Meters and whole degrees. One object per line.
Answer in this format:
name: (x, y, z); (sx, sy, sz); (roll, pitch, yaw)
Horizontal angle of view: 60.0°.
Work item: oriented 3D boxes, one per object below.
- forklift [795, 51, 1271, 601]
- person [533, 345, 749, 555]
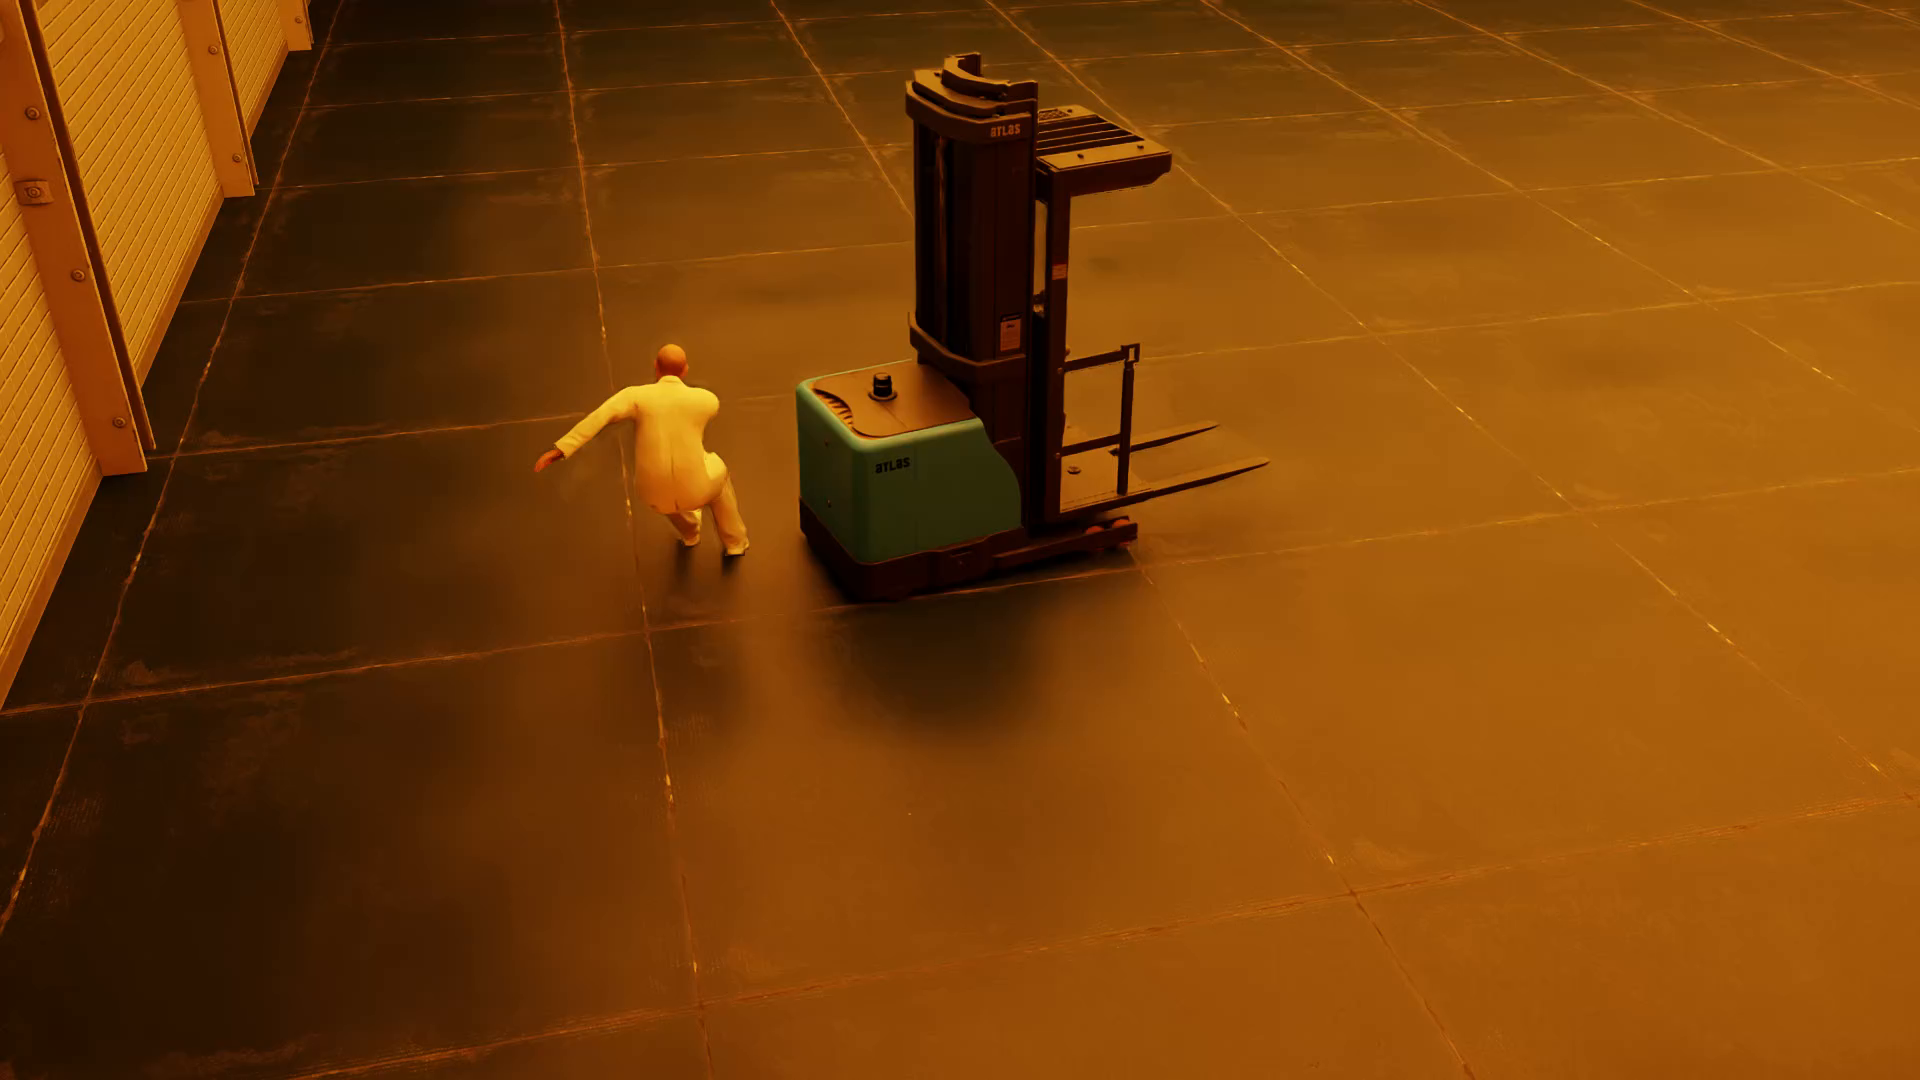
forklift: (0.545, -1.410, 10.010); (3.031, 2.935, 1.130); (-14, 33, -23)
person: (-1.874, -0.447, 9.841); (1.200, 1.481, 1.029); (-6, 31, -10)
